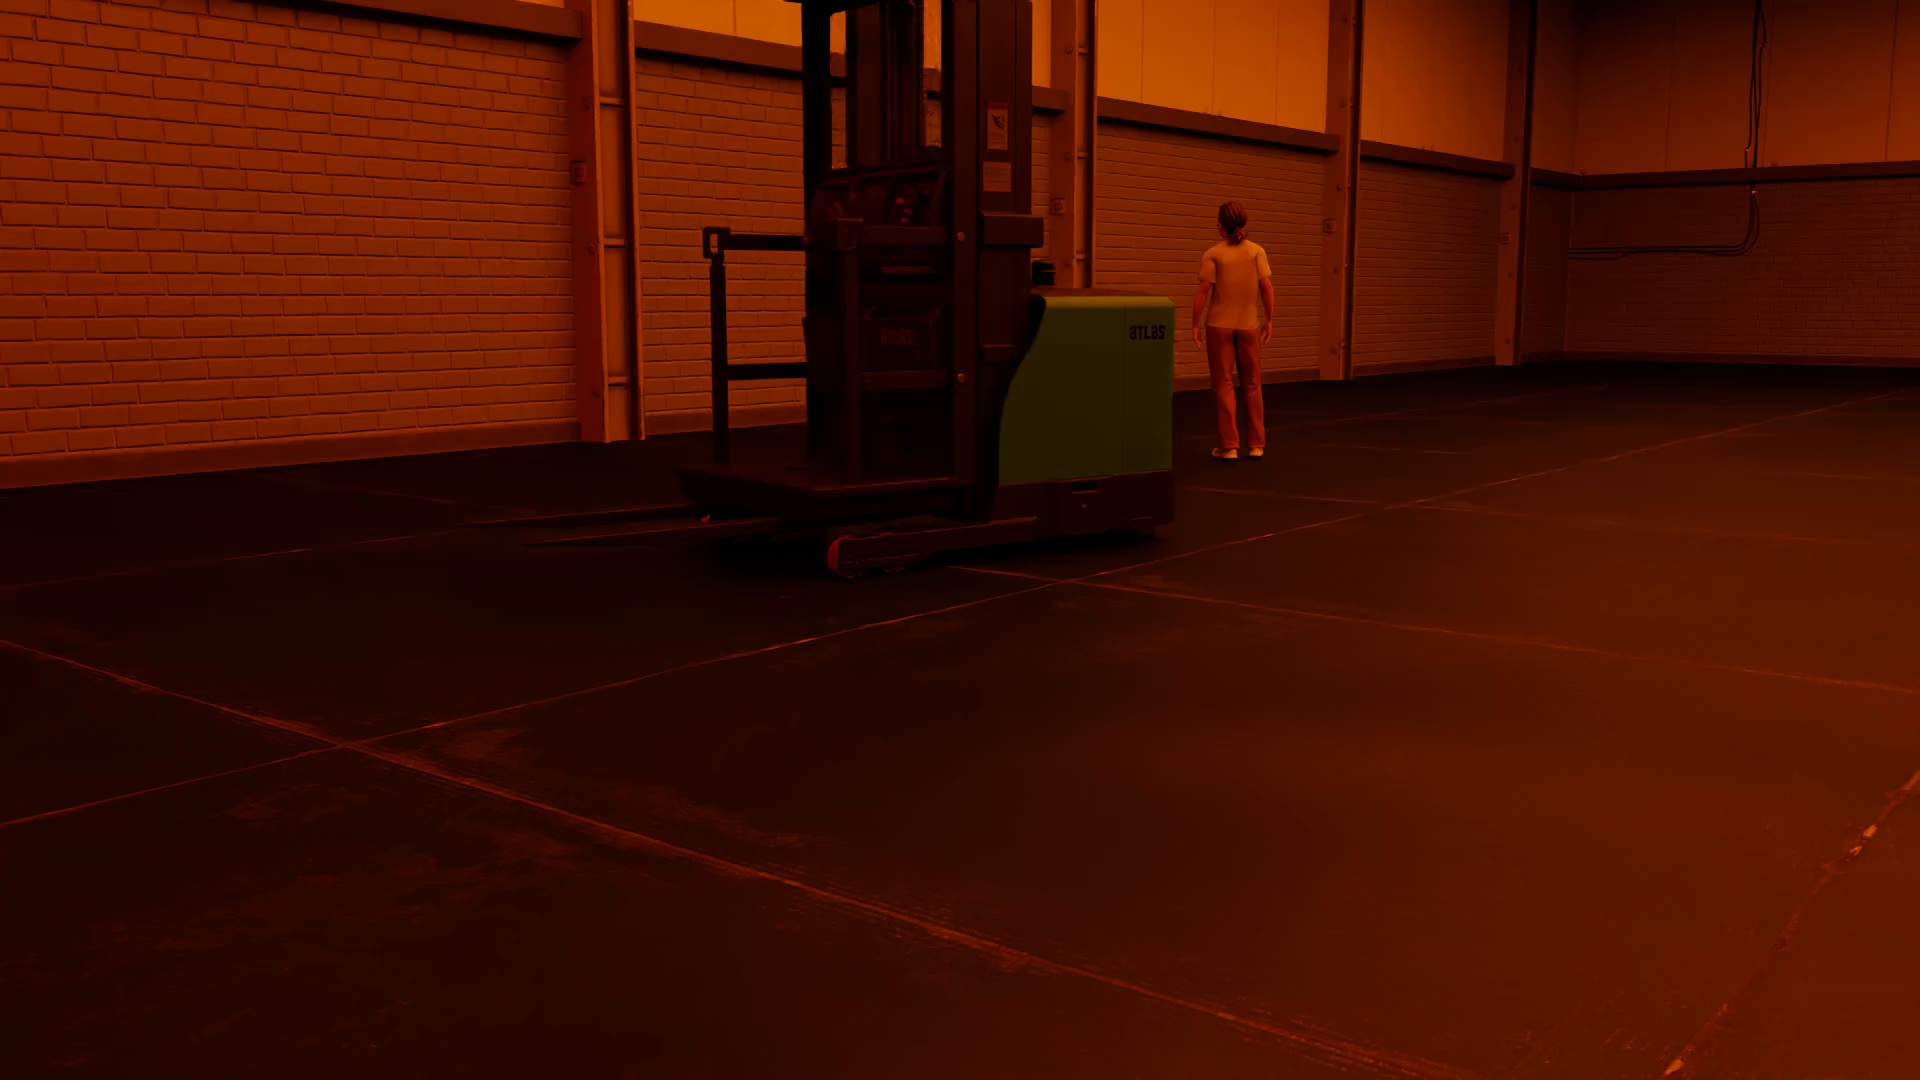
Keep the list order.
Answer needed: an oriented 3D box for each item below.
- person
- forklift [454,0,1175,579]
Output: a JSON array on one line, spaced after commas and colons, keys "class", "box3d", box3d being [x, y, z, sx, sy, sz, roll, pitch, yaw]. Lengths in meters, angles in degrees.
[{"class": "person", "box3d": [1.790, -1.376, 10.972, 0.553, 1.676, 0.549, 0, 8, -3]}, {"class": "forklift", "box3d": [-0.513, -1.387, 6.760, 3.031, 2.935, 1.130, -6, 11, -37]}]
